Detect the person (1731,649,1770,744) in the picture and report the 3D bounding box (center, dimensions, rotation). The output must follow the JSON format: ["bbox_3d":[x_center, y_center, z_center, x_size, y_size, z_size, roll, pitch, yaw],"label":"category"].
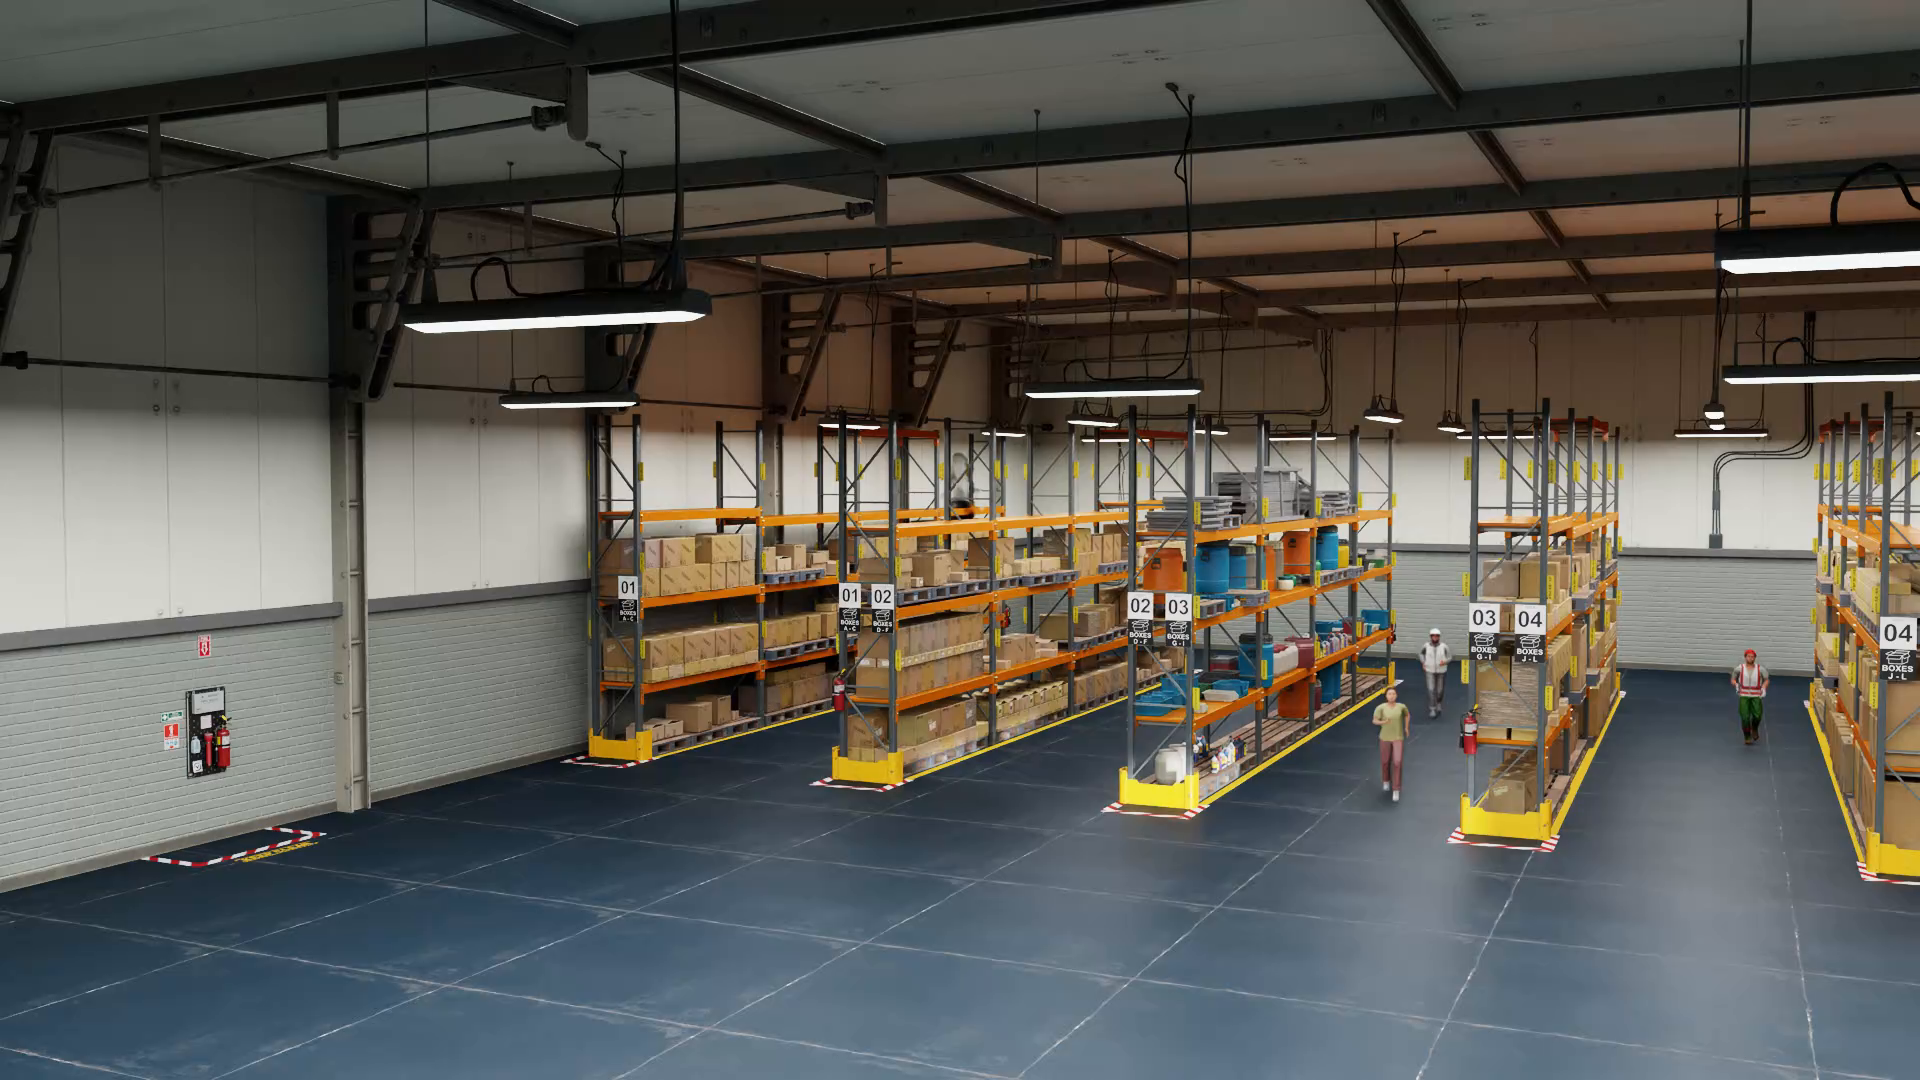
[{"bbox_3d":[14.476,2.874,30.463,0.649,1.739,0.603,1,3,24],"label":"person"}]

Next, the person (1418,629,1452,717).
[{"bbox_3d":[9.727,2.695,34.041,0.671,1.770,0.872,1,2,15],"label":"person"}]

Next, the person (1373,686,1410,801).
[{"bbox_3d":[6.630,3.092,25.569,0.561,1.691,0.908,1,2,13],"label":"person"}]
